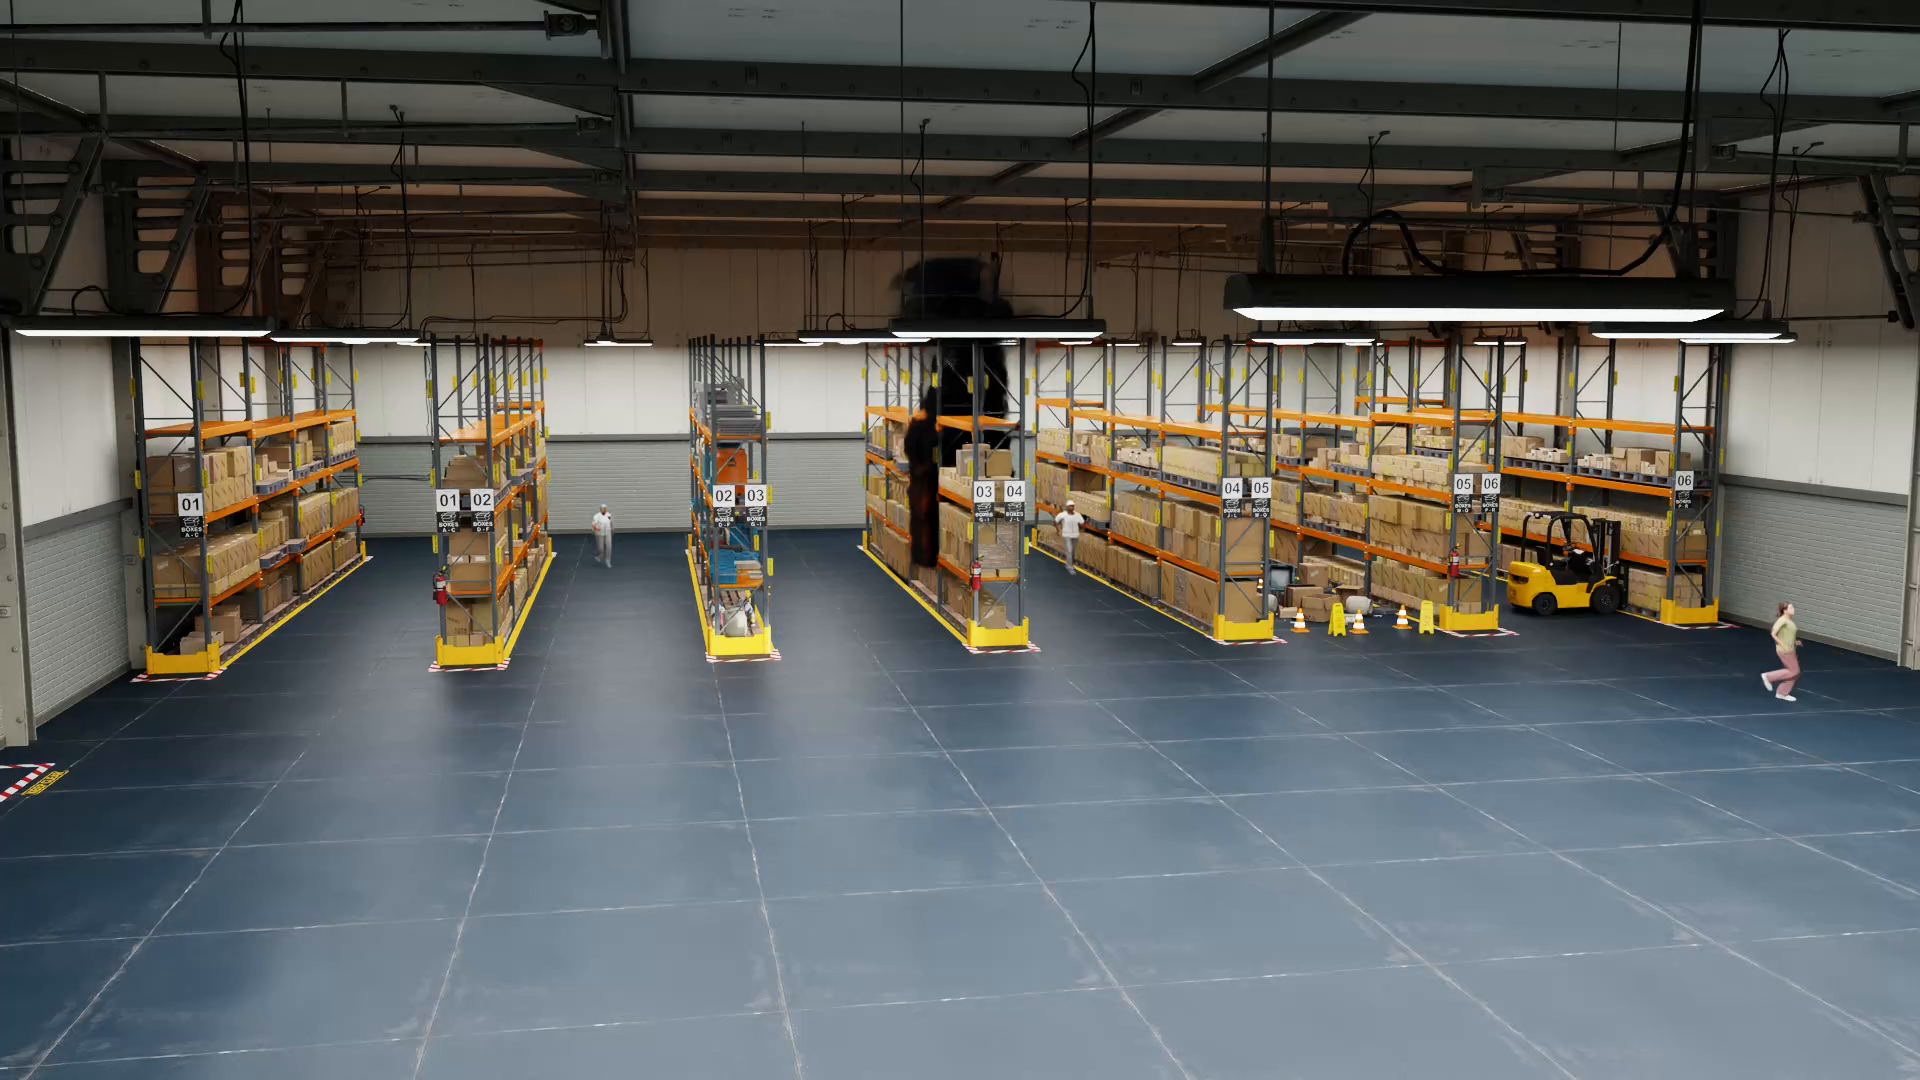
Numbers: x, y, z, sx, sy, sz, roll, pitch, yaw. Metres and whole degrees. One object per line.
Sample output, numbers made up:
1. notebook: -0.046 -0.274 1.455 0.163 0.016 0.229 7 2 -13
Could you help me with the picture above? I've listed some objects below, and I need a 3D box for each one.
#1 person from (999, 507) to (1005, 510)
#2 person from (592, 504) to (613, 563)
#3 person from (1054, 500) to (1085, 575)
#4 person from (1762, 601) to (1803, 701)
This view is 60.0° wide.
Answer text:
1. person: 1.324 -0.447 46.293 0.636 1.821 0.723 -1 7 -9
2. person: -9.455 -0.178 44.045 0.593 1.566 0.805 -3 7 -28
3. person: 2.679 -0.057 40.159 0.700 1.804 0.920 -2 7 -18
4. person: 13.488 1.809 27.252 0.561 1.629 0.582 5 8 39
